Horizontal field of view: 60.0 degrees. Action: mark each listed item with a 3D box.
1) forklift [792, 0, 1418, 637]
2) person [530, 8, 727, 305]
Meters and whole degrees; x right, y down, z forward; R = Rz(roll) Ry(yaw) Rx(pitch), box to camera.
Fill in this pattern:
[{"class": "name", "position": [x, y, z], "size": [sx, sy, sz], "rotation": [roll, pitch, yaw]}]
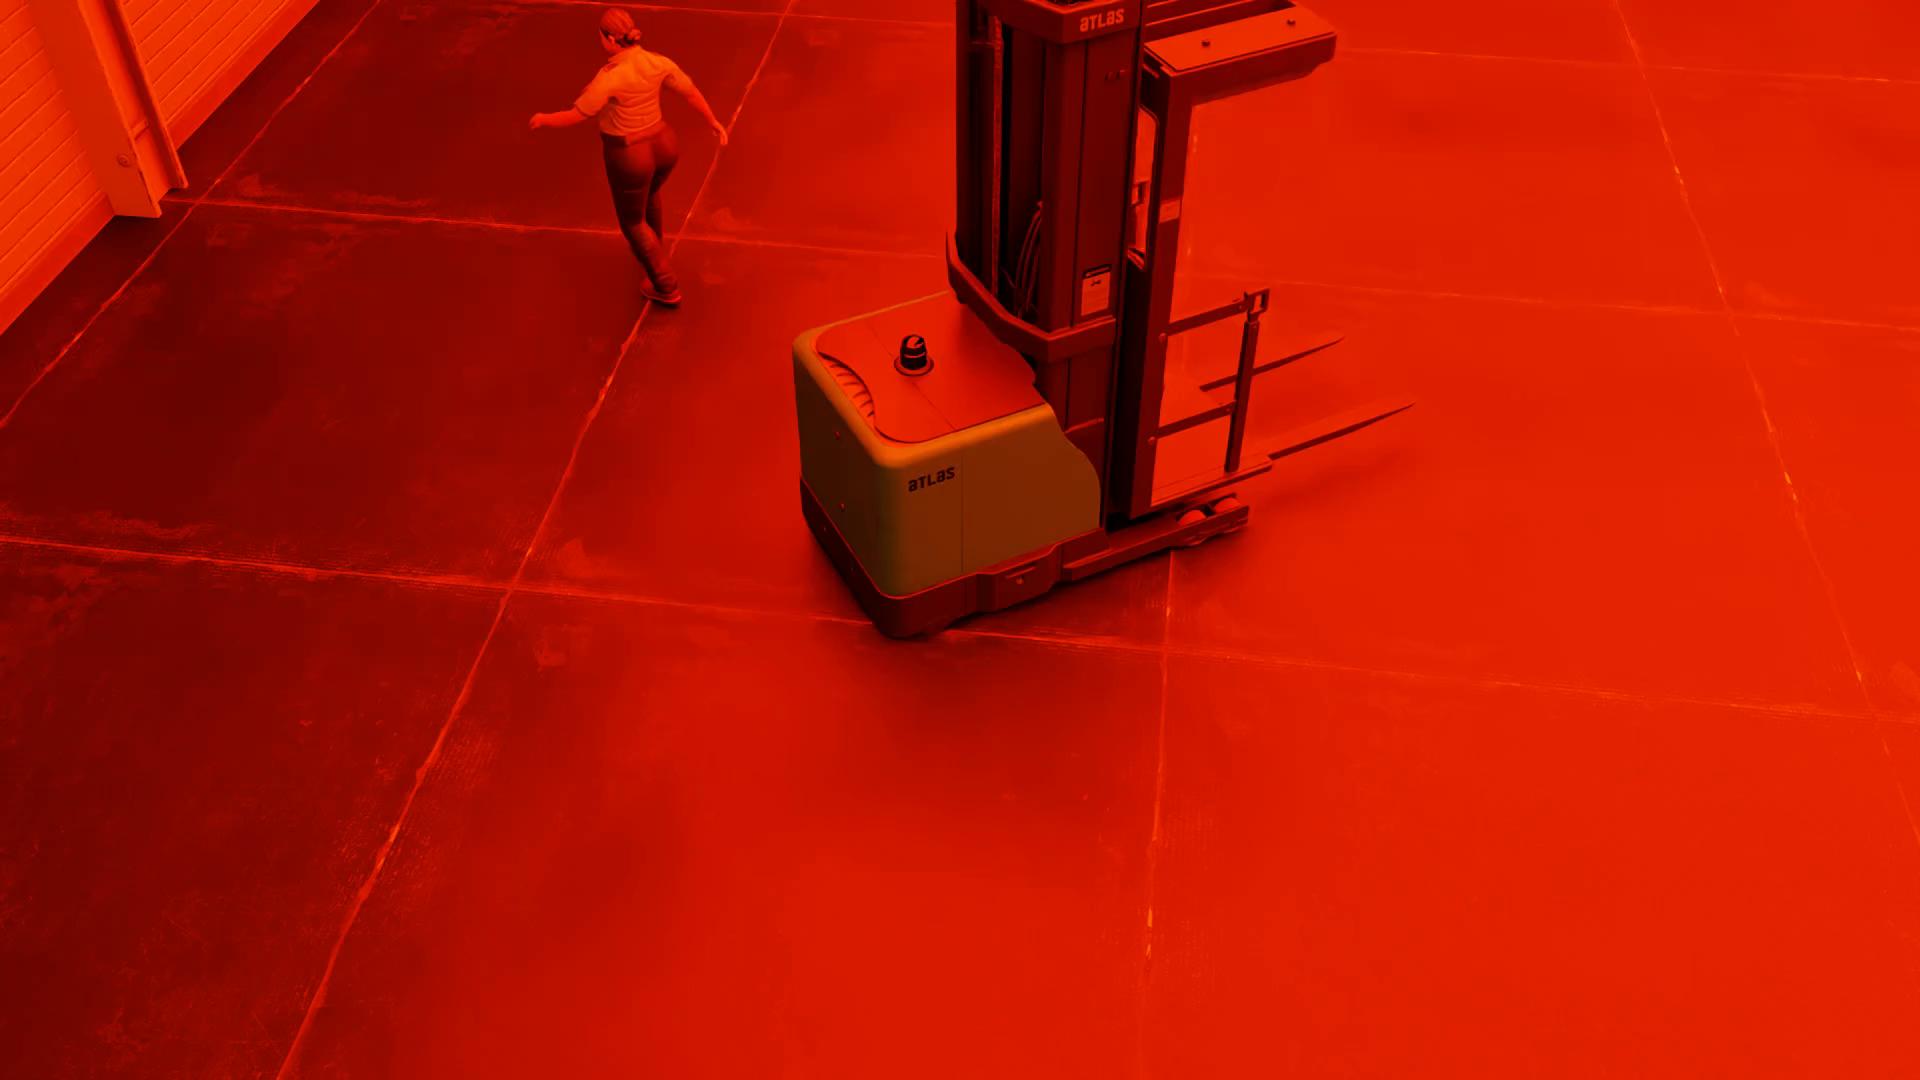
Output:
[{"class": "forklift", "position": [0.797, -1.354, 7.198], "size": [3.031, 2.935, 1.130], "rotation": [-19, 46, -20]}, {"class": "person", "position": [-1.748, -2.122, 9.023], "size": [0.713, 1.629, 0.899], "rotation": [33, 52, 30]}]
